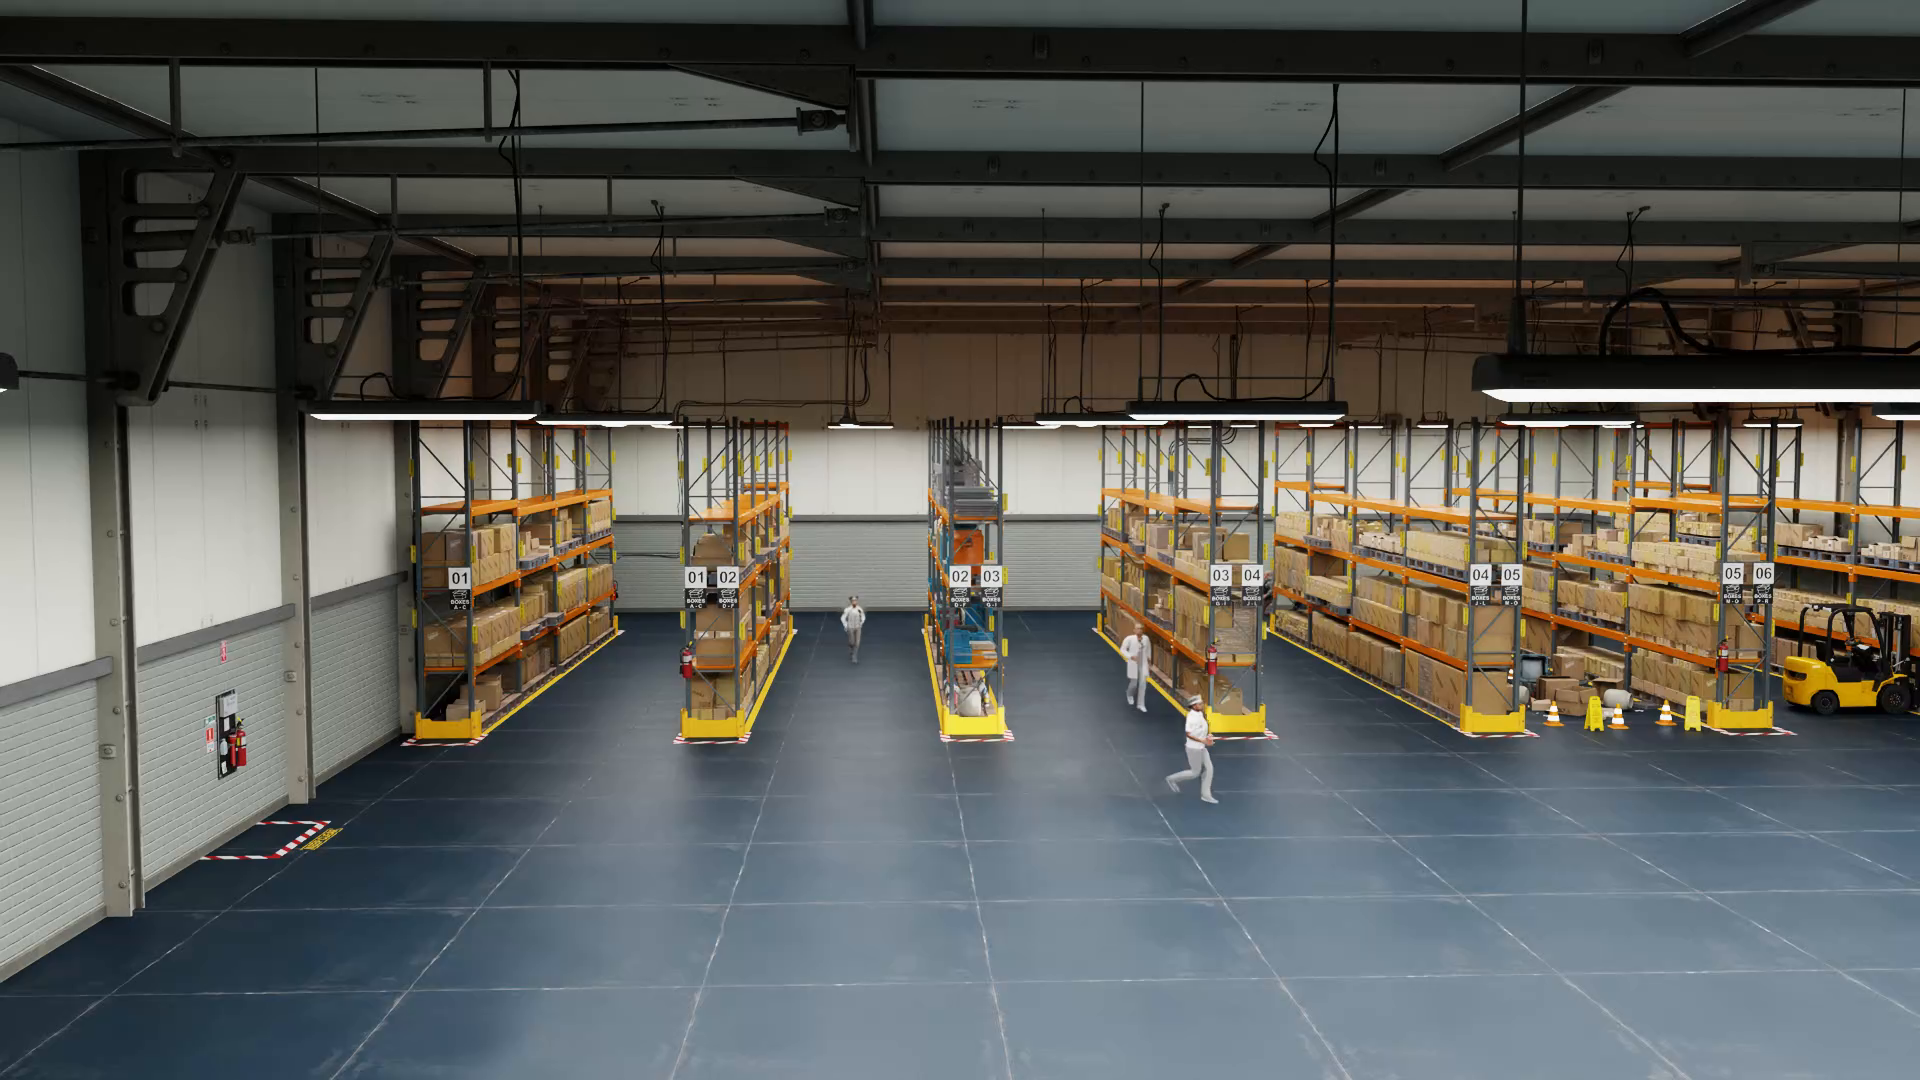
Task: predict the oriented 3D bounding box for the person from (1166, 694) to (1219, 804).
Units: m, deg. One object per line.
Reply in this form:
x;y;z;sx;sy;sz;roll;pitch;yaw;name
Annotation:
3.618;3.222;25.734;0.827;1.691;0.588;2;4;23;person

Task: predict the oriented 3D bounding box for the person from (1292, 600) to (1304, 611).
10.107;1.735;49.128;0.700;1.607;0.535;0;4;6;person

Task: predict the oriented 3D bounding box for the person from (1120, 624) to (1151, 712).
3.646;2.605;34.281;0.711;1.779;0.959;-1;4;-10;person

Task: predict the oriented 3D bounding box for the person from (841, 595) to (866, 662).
-2.639;2.202;41.476;0.616;1.660;0.554;-1;4;-14;person

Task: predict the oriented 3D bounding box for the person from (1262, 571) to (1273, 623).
8.994;1.730;48.722;0.607;1.673;0.698;-1;4;-11;person
